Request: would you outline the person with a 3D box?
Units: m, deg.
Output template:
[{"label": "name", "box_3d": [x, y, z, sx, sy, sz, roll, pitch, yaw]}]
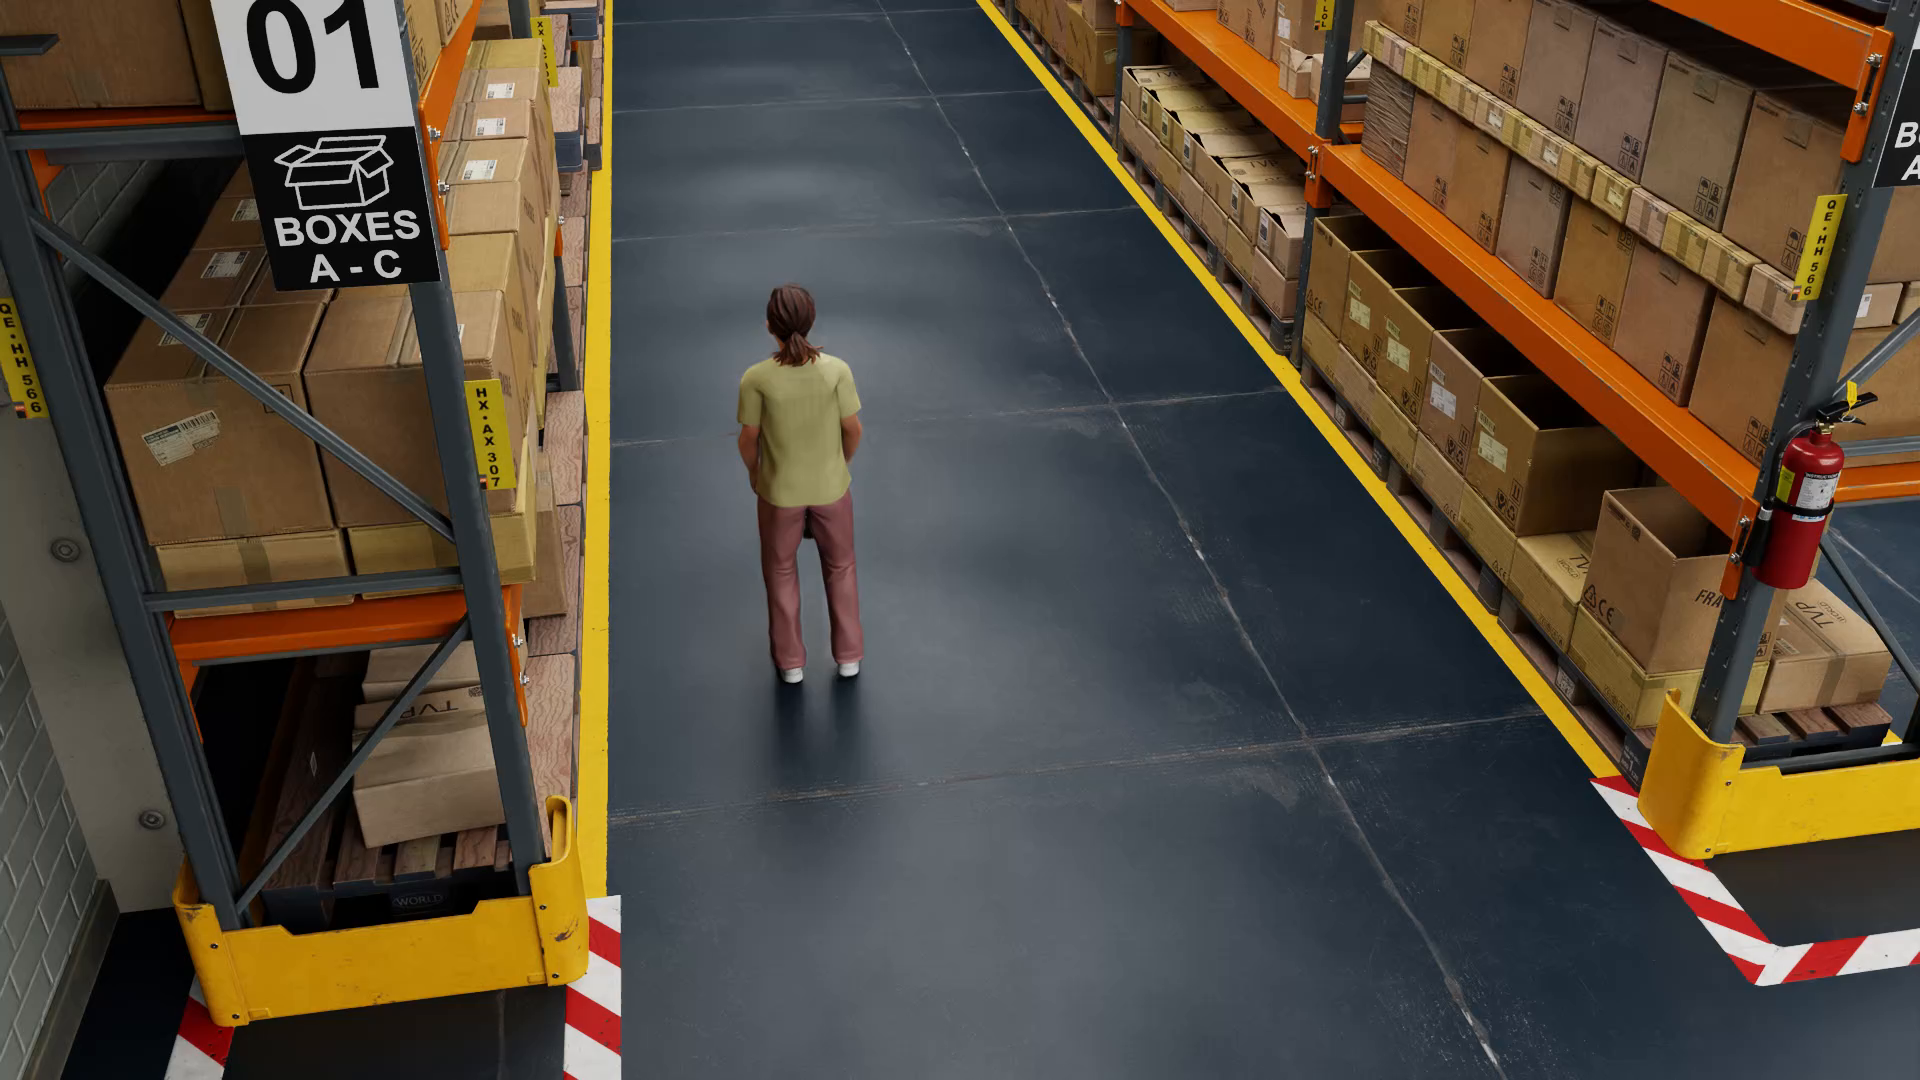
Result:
[{"label": "person", "box_3d": [-0.613, -0.201, 6.467, 0.477, 1.676, 0.363, -6, 31, -10]}]
